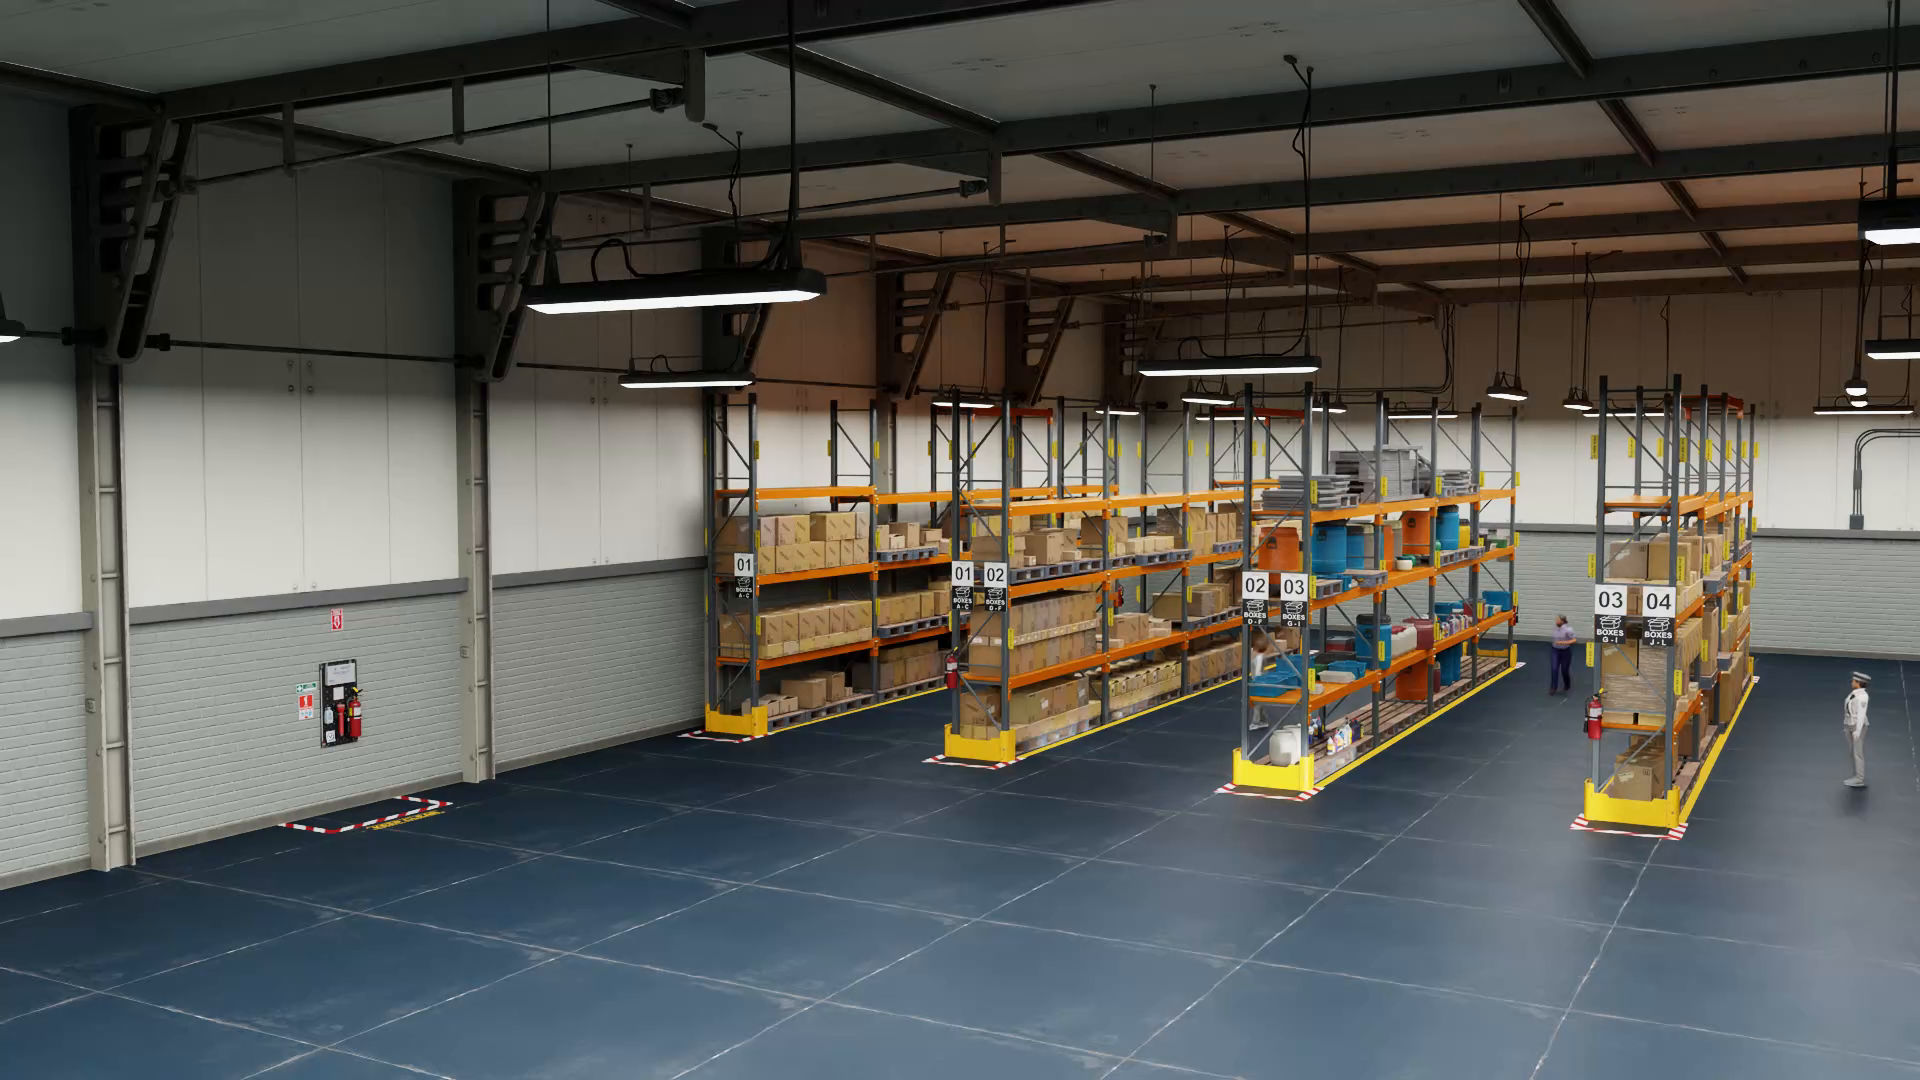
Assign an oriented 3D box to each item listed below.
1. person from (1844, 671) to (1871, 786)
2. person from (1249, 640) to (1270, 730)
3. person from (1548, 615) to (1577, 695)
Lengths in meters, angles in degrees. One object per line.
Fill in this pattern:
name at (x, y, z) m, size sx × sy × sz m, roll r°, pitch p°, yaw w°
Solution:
person at (13.392, 2.823, 24.898) m, size 0.469 × 1.698 × 0.549 m, roll 0°, pitch 3°, yaw 1°
person at (5.344, 2.601, 29.886) m, size 0.486 × 1.616 × 0.431 m, roll 0°, pitch 3°, yaw 3°
person at (12.339, 2.326, 33.997) m, size 0.533 × 1.603 × 1.028 m, roll 2°, pitch 4°, yaw 31°
